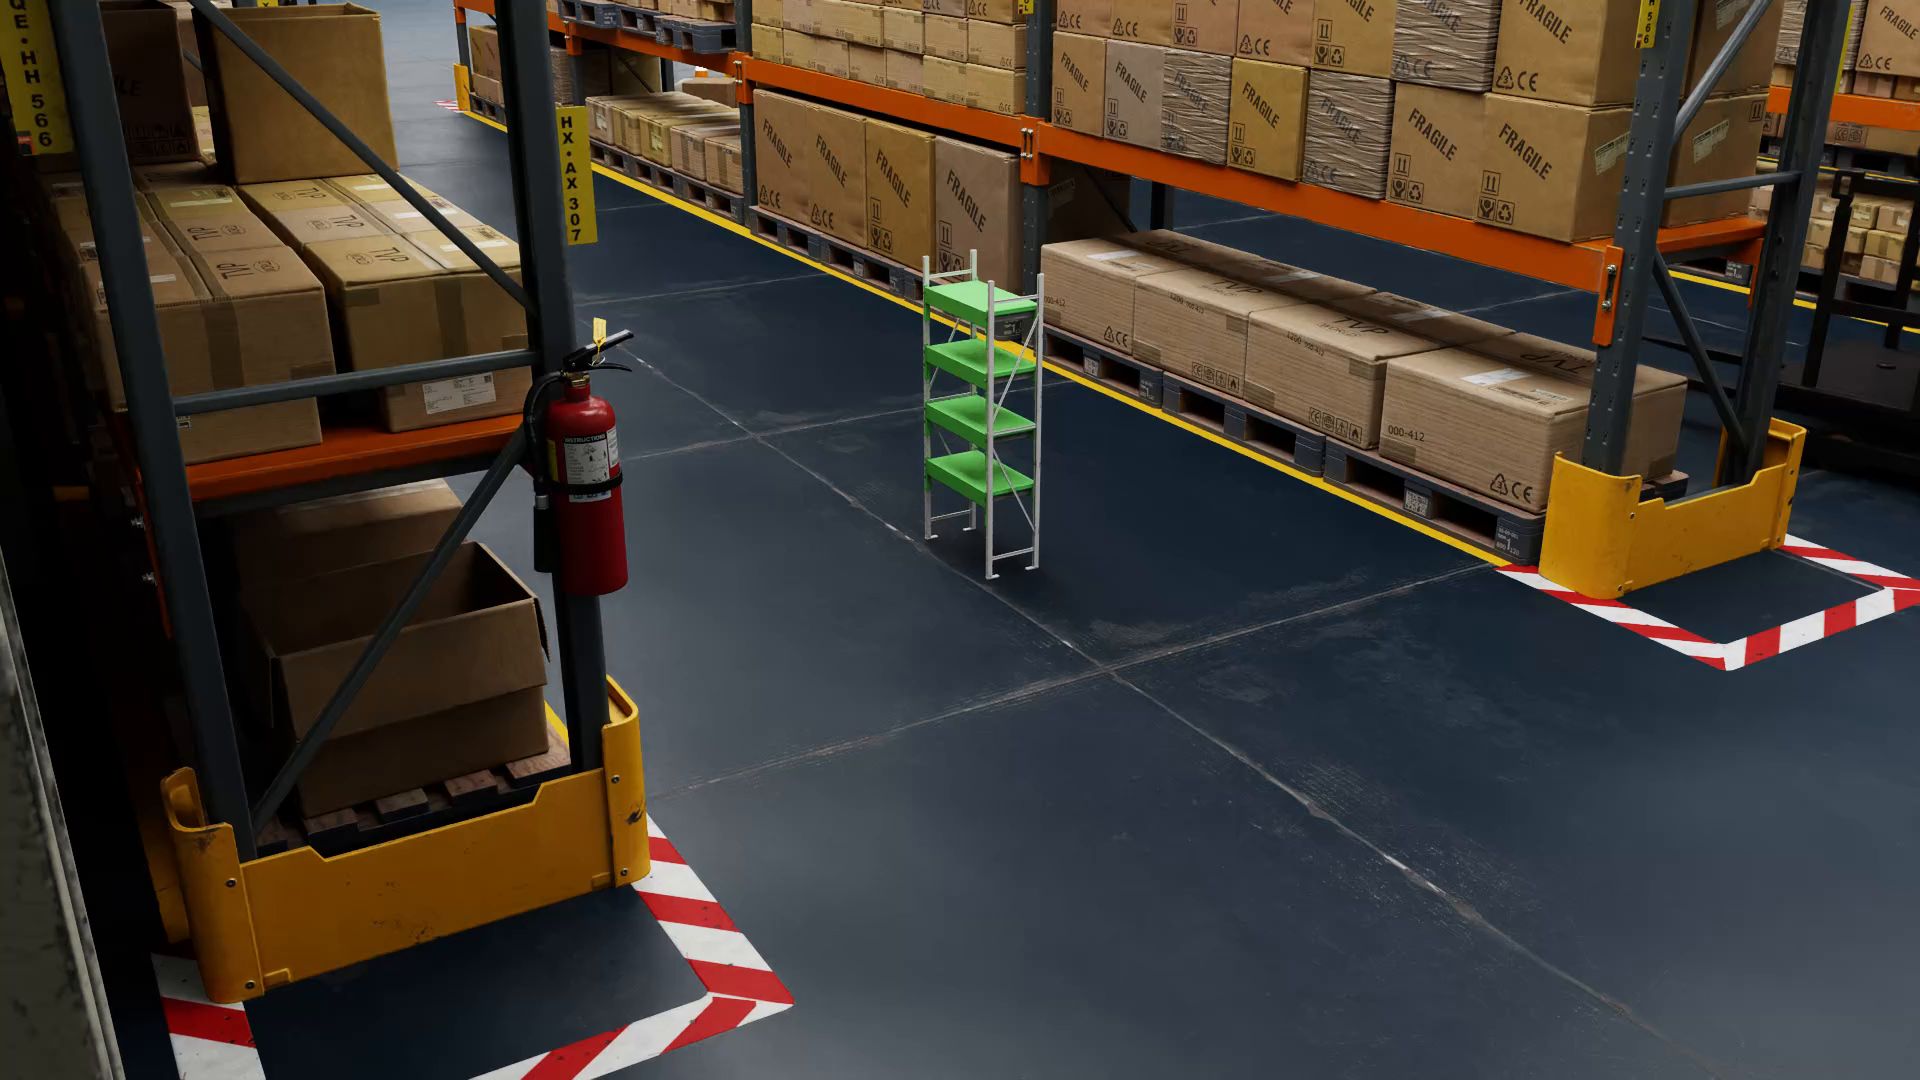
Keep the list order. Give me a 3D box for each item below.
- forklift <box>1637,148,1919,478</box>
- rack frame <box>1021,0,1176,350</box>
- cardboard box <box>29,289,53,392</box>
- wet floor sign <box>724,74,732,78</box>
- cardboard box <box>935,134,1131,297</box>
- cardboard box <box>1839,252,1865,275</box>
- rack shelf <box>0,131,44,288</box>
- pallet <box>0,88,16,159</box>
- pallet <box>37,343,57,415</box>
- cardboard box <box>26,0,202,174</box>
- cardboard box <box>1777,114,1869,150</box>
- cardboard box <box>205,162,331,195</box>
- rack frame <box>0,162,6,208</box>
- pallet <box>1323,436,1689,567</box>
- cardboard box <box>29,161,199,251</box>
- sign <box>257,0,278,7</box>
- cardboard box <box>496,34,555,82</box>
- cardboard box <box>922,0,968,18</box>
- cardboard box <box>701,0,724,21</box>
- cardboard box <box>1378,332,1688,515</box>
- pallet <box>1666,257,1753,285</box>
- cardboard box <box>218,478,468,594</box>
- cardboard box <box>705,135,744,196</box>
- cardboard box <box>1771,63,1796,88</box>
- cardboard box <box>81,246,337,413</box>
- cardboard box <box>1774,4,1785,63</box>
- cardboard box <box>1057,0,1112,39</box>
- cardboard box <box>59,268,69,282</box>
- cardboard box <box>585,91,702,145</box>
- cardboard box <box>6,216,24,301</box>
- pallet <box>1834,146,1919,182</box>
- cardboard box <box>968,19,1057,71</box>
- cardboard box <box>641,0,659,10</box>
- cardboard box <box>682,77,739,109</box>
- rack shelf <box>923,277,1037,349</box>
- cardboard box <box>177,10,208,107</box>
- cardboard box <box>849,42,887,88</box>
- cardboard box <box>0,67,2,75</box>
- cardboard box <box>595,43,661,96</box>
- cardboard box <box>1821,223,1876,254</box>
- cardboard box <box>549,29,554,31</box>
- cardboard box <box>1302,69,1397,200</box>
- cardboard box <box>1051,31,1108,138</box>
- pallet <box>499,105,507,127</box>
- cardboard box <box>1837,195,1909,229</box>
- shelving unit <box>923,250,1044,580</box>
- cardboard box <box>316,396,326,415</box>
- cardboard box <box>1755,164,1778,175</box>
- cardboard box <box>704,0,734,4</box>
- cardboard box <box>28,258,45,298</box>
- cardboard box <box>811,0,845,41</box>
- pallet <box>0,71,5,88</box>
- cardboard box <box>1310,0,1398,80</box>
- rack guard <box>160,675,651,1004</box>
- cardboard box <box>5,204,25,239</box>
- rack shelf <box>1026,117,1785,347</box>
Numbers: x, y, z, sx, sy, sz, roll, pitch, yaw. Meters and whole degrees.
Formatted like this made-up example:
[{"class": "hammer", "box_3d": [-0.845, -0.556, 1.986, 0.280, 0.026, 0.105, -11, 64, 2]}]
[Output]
[{"class": "forklift", "box_3d": [4.525, -1.798, 7.515, 1.130, 2.935, 3.031, -19, 29, -39]}, {"class": "rack frame", "box_3d": [0.822, -2.619, 9.442, 1.000, 3.000, 0.127, -13, 25, -28]}, {"class": "cardboard box", "box_3d": [-4.194, -0.964, 8.132, 0.500, 0.500, 0.500, -14, 26, -30]}, {"class": "wet floor sign", "box_3d": [-2.821, -6.026, 20.952, 0.267, 0.644, 0.232, -18, 28, -37]}, {"class": "cardboard box", "box_3d": [0.437, -2.014, 10.219, 0.875, 0.875, 0.875, -12, 25, -27]}, {"class": "cardboard box", "box_3d": [5.834, -1.815, 10.694, 0.380, 0.149, 0.250, -12, 25, -27]}, {"class": "rack shelf", "box_3d": [-4.465, -1.977, 8.819, 1.077, 0.370, 4.000, -13, 25, -28]}, {"class": "pallet", "box_3d": [-4.489, -2.240, 8.766, 1.003, 0.211, 1.213, -13, 25, -28]}, {"class": "pallet", "box_3d": [-4.518, -1.022, 9.218, 1.003, 0.211, 1.213, -13, 25, -28]}, {"class": "cardboard box", "box_3d": [-2.911, -1.545, 5.609, 0.500, 0.500, 0.500, -13, 26, -30]}, {"class": "cardboard box", "box_3d": [8.541, -4.227, 15.664, 1.225, 0.875, 0.875, -14, 26, -30]}, {"class": "cardboard box", "box_3d": [-2.199, -1.123, 5.567, 0.500, 0.250, 0.500, -13, 26, -30]}, {"class": "rack frame", "box_3d": [-7.530, -4.252, 13.462, 1.000, 3.000, 0.127, -13, 25, -28]}, {"class": "pallet", "box_3d": [2.390, -0.276, 7.381, 1.003, 0.211, 1.213, -13, 25, -28]}, {"class": "cardboard box", "box_3d": [-2.898, -1.190, 5.732, 0.500, 0.250, 0.500, -12, 25, -27]}, {"class": "sign", "box_3d": [-2.980, -2.171, 7.190, 0.100, 0.325, 0.005, -13, 25, -28]}, {"class": "cardboard box", "box_3d": [-4.600, -5.117, 17.687, 0.500, 0.500, 0.500, -12, 25, -27]}, {"class": "cardboard box", "box_3d": [0.108, -3.391, 9.881, 0.500, 0.500, 0.500, -12, 25, -27]}, {"class": "cardboard box", "box_3d": [-1.790, -4.125, 12.925, 0.380, 0.149, 0.250, -12, 25, -27]}, {"class": "cardboard box", "box_3d": [2.442, -0.526, 7.138, 0.875, 0.438, 0.875, -14, 26, -30]}, {"class": "pallet", "box_3d": [5.400, -2.101, 11.872, 1.003, 0.211, 1.213, -13, 25, -28]}, {"class": "cardboard box", "box_3d": [-2.034, 0.095, 5.527, 0.700, 0.500, 0.500, -11, 25, -26]}, {"class": "cardboard box", "box_3d": [-1.501, -3.075, 13.498, 0.950, 0.372, 0.625, -15, 26, -32]}, {"class": "cardboard box", "box_3d": [5.473, -3.004, 10.723, 0.380, 0.149, 0.250, -12, 25, -27]}, {"class": "cardboard box", "box_3d": [-1.863, -0.534, 4.118, 0.500, 0.250, 0.500, -12, 25, -27]}, {"class": "cardboard box", "box_3d": [5.321, -3.420, 10.886, 0.500, 0.500, 0.500, -13, 25, -28]}, {"class": "cardboard box", "box_3d": [0.857, -2.927, 8.741, 0.500, 0.500, 0.500, -12, 25, -28]}, {"class": "cardboard box", "box_3d": [-2.631, -0.796, 5.291, 0.380, 0.149, 0.250, -13, 25, -28]}, {"class": "cardboard box", "box_3d": [-2.994, -4.016, 15.813, 0.950, 0.372, 0.625, -12, 25, -28]}, {"class": "cardboard box", "box_3d": [-5.278, -1.641, 9.799, 0.500, 0.500, 0.500, -12, 25, -28]}, {"class": "pallet", "box_3d": [8.883, -3.468, 15.236, 1.003, 0.211, 1.213, -13, 25, -28]}, {"class": "cardboard box", "box_3d": [0.388, -2.877, 9.612, 0.500, 0.250, 0.500, -13, 25, -28]}, {"class": "cardboard box", "box_3d": [-2.450, -4.539, 13.942, 0.380, 0.149, 0.250, -14, 26, -30]}, {"class": "cardboard box", "box_3d": [-2.642, -4.660, 17.781, 0.500, 0.500, 0.500, 4, 22, 9]}, {"class": "rack shelf", "box_3d": [0.085, -0.888, 6.469, 0.258, 0.148, 0.480, -13, 25, -28]}, {"class": "cardboard box", "box_3d": [-3.498, -2.103, 7.484, 0.700, 0.500, 0.500, -12, 25, -27]}, {"class": "cardboard box", "box_3d": [-0.392, -3.144, 10.935, 0.500, 0.250, 0.500, -13, 25, -28]}, {"class": "cardboard box", "box_3d": [-5.358, -3.002, 9.694, 0.500, 0.500, 0.500, -11, 25, -26]}, {"class": "cardboard box", "box_3d": [-3.333, -4.719, 16.709, 0.500, 0.500, 0.500, -11, 25, -26]}, {"class": "cardboard box", "box_3d": [5.732, -1.940, 10.605, 0.380, 0.149, 0.250, -12, 25, -28]}, {"class": "cardboard box", "box_3d": [-4.405, -5.394, 18.368, 0.500, 0.500, 0.500, -12, 25, -26]}, {"class": "cardboard box", "box_3d": [1.877, -1.805, 7.309, 0.500, 0.500, 0.500, -12, 25, -27]}, {"class": "cardboard box", "box_3d": [0.837, -2.463, 8.926, 0.500, 0.500, 0.500, -12, 25, -27]}, {"class": "pallet", "box_3d": [-4.265, -4.522, 17.830, 1.003, 0.211, 1.213, -13, 25, -28]}, {"class": "cardboard box", "box_3d": [5.800, -2.091, 10.582, 0.380, 0.149, 0.250, -12, 25, -28]}, {"class": "shelving unit", "box_3d": [0.085, -0.502, 6.626, 0.258, 1.200, 0.503, -13, 25, -28]}, {"class": "cardboard box", "box_3d": [-1.877, -0.401, 4.320, 0.380, 0.149, 0.250, -12, 25, -27]}, {"class": "cardboard box", "box_3d": [5.730, -2.533, 11.671, 0.380, 0.149, 0.250, -13, 25, -29]}, {"class": "cardboard box", "box_3d": [-1.692, -4.386, 12.704, 0.500, 0.500, 0.500, -13, 26, -30]}, {"class": "cardboard box", "box_3d": [-4.303, -1.302, 8.104, 0.380, 0.149, 0.250, -14, 26, -31]}, {"class": "cardboard box", "box_3d": [-0.667, -3.533, 11.227, 0.500, 0.250, 0.500, -13, 25, -28]}, {"class": "pallet", "box_3d": [-5.080, -2.663, 9.806, 1.213, 0.211, 1.003, -13, 25, -28]}, {"class": "cardboard box", "box_3d": [1.873, -2.268, 7.119, 0.500, 0.500, 0.500, -13, 25, -29]}, {"class": "rack guard", "box_3d": [-1.439, 0.766, 4.436, 1.175, 0.500, 0.348, -13, 25, -28]}, {"class": "cardboard box", "box_3d": [-5.120, -1.804, 9.338, 0.380, 0.149, 0.250, -14, 26, -31]}, {"class": "rack shelf", "box_3d": [1.844, -1.638, 7.985, 1.077, 0.370, 4.000, -13, 25, -28]}]
